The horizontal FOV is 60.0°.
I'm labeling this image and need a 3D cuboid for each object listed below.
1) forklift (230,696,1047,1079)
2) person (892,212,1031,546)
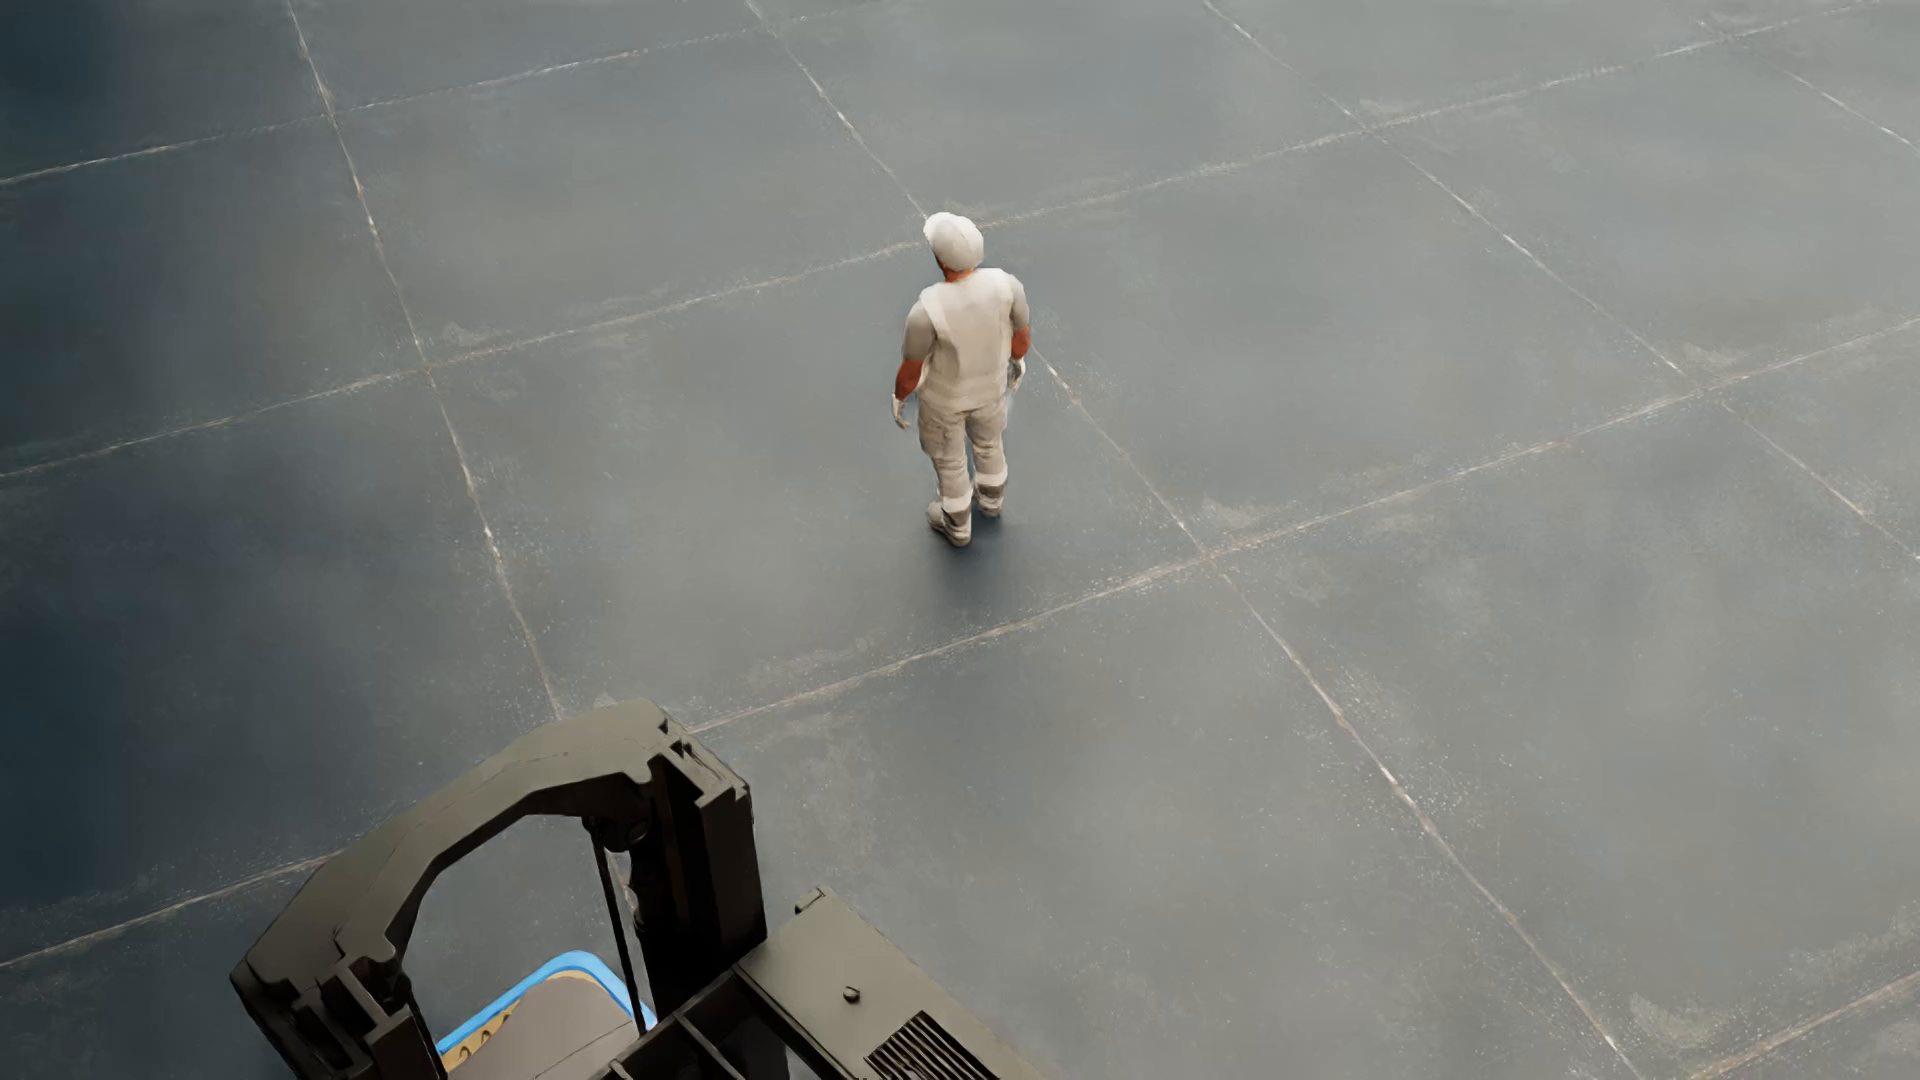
[{"bbox_3d":[-0.447,1.861,3.686,1.130,2.935,3.031,-34,53,-31],"label":"forklift"},{"bbox_3d":[-0.024,-0.712,7.270,0.637,1.787,0.563,-18,46,-18],"label":"person"}]
